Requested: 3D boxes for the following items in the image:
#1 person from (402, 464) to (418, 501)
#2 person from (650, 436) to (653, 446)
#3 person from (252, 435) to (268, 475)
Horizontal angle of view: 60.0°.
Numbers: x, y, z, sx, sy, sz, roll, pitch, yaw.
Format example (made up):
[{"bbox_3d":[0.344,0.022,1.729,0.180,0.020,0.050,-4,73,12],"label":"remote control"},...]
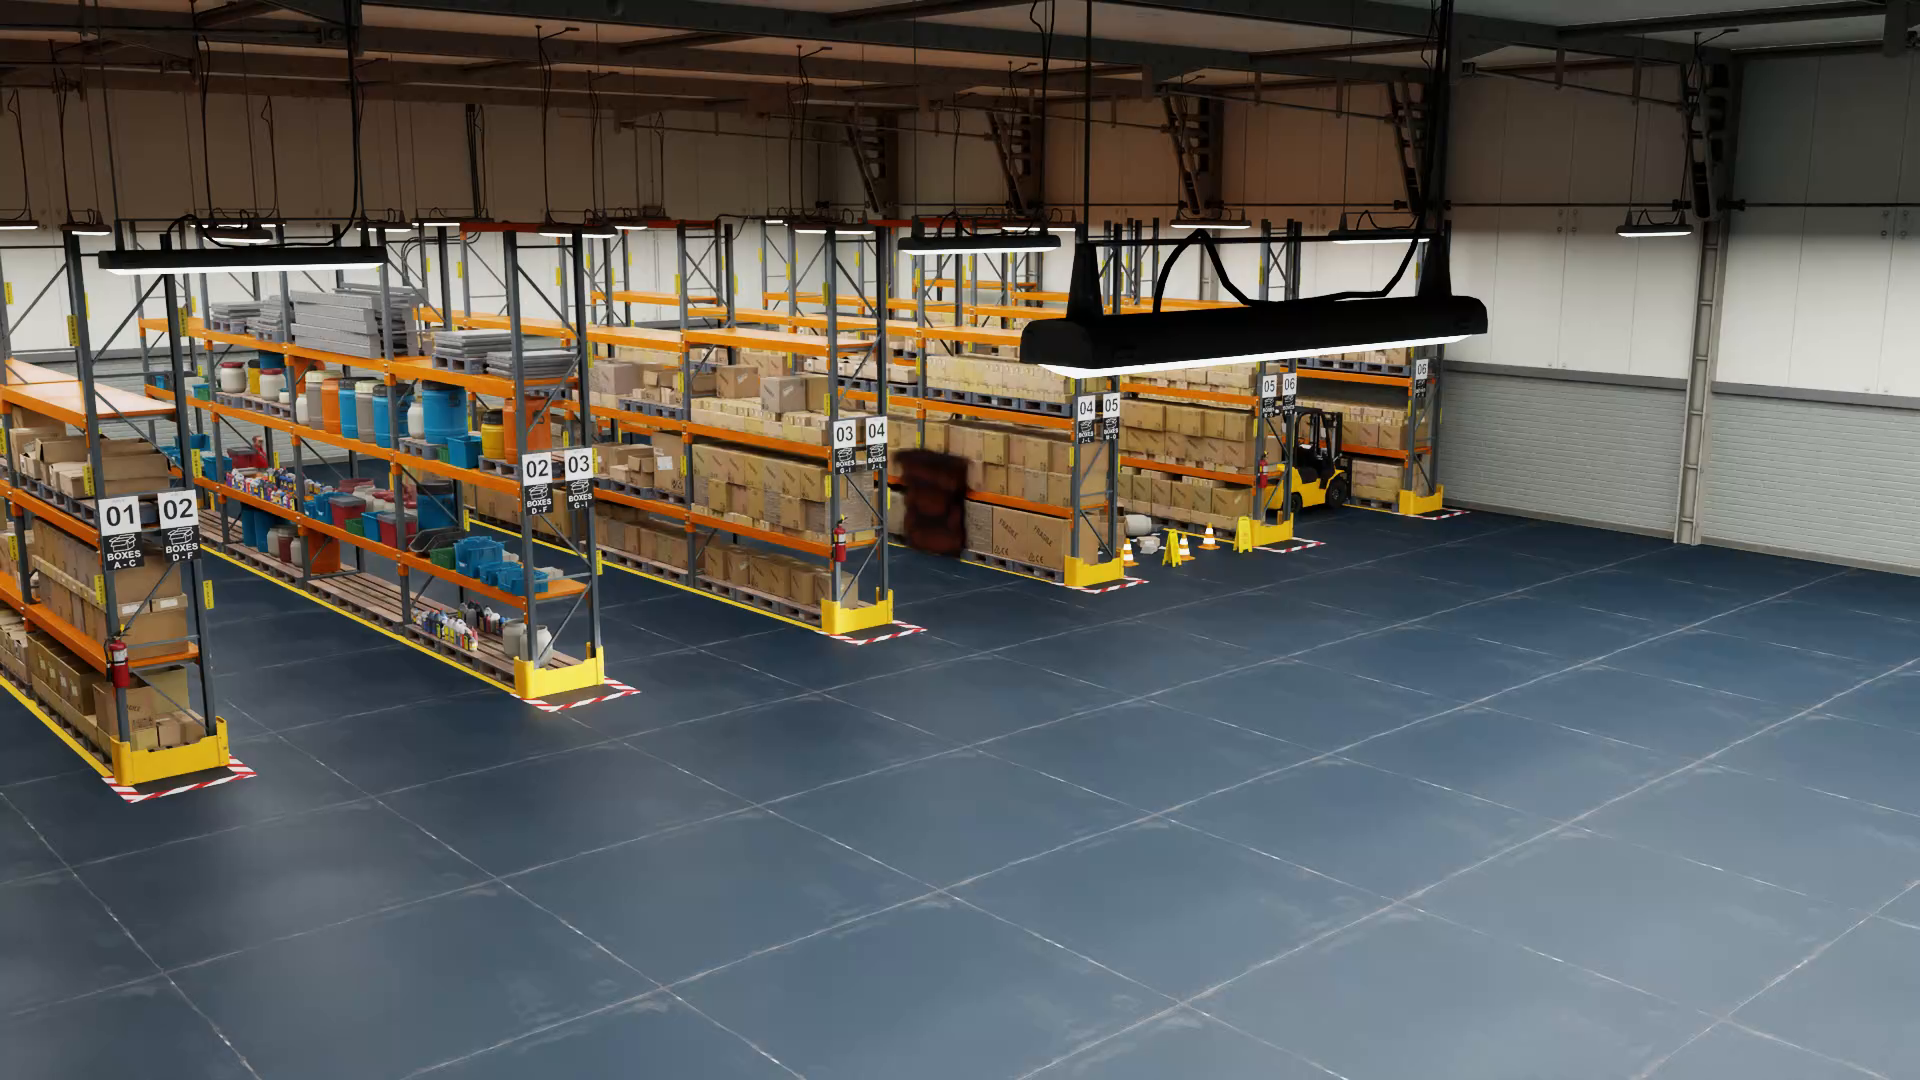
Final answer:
[{"bbox_3d":[-10.850,-1.079,32.986,0.513,1.687,0.472,-7,13,-30],"label":"person"},{"bbox_3d":[-7.775,-3.077,42.732,0.557,1.800,0.476,0,11,2],"label":"person"},{"bbox_3d":[-14.239,-1.288,33.921,0.477,1.736,0.582,-6,13,-27],"label":"person"}]
